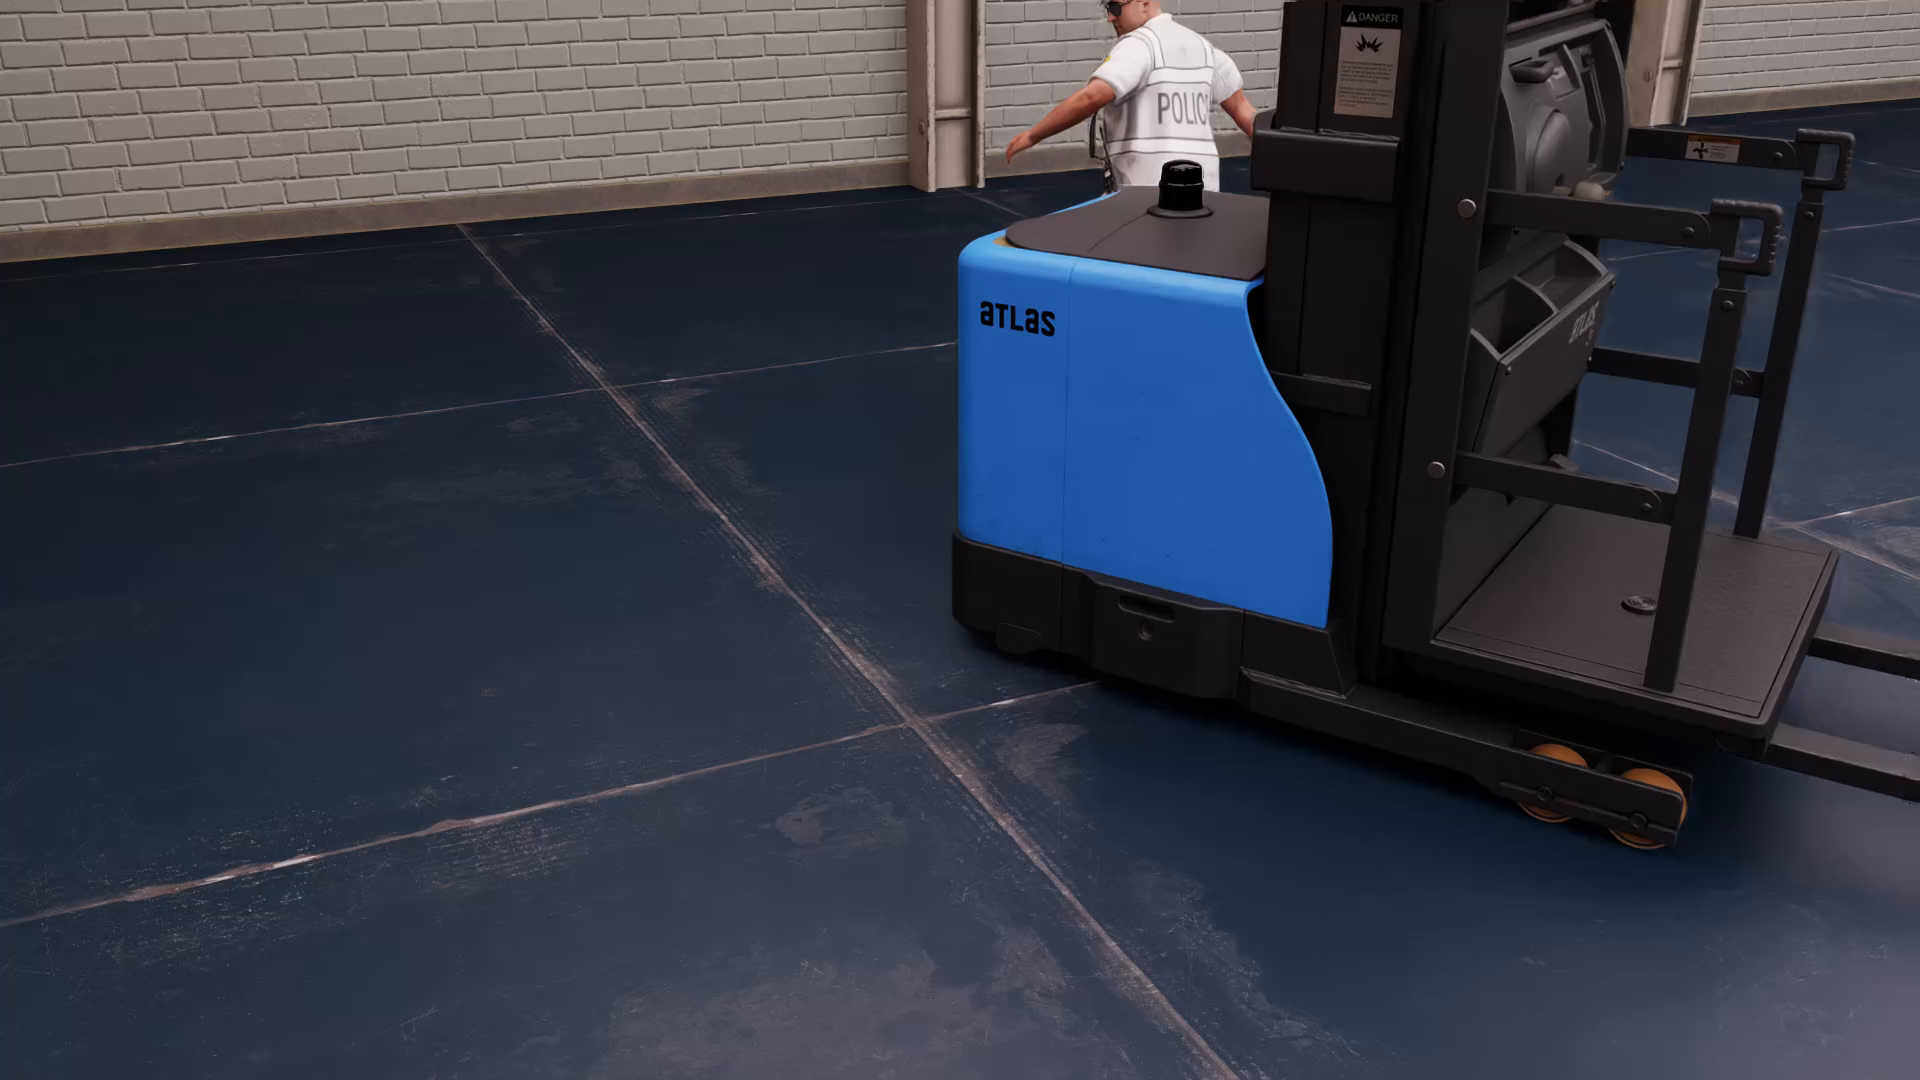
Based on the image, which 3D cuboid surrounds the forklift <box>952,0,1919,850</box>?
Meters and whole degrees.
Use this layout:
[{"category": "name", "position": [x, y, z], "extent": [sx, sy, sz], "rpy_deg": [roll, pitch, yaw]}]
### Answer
[{"category": "forklift", "position": [1.492, -0.930, 3.525], "extent": [3.031, 2.935, 1.130], "rpy_deg": [14, 26, 30]}]

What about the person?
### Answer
[{"category": "person", "position": [0.748, -1.277, 6.260], "extent": [1.150, 1.705, 0.540], "rpy_deg": [-16, 28, -34]}]
